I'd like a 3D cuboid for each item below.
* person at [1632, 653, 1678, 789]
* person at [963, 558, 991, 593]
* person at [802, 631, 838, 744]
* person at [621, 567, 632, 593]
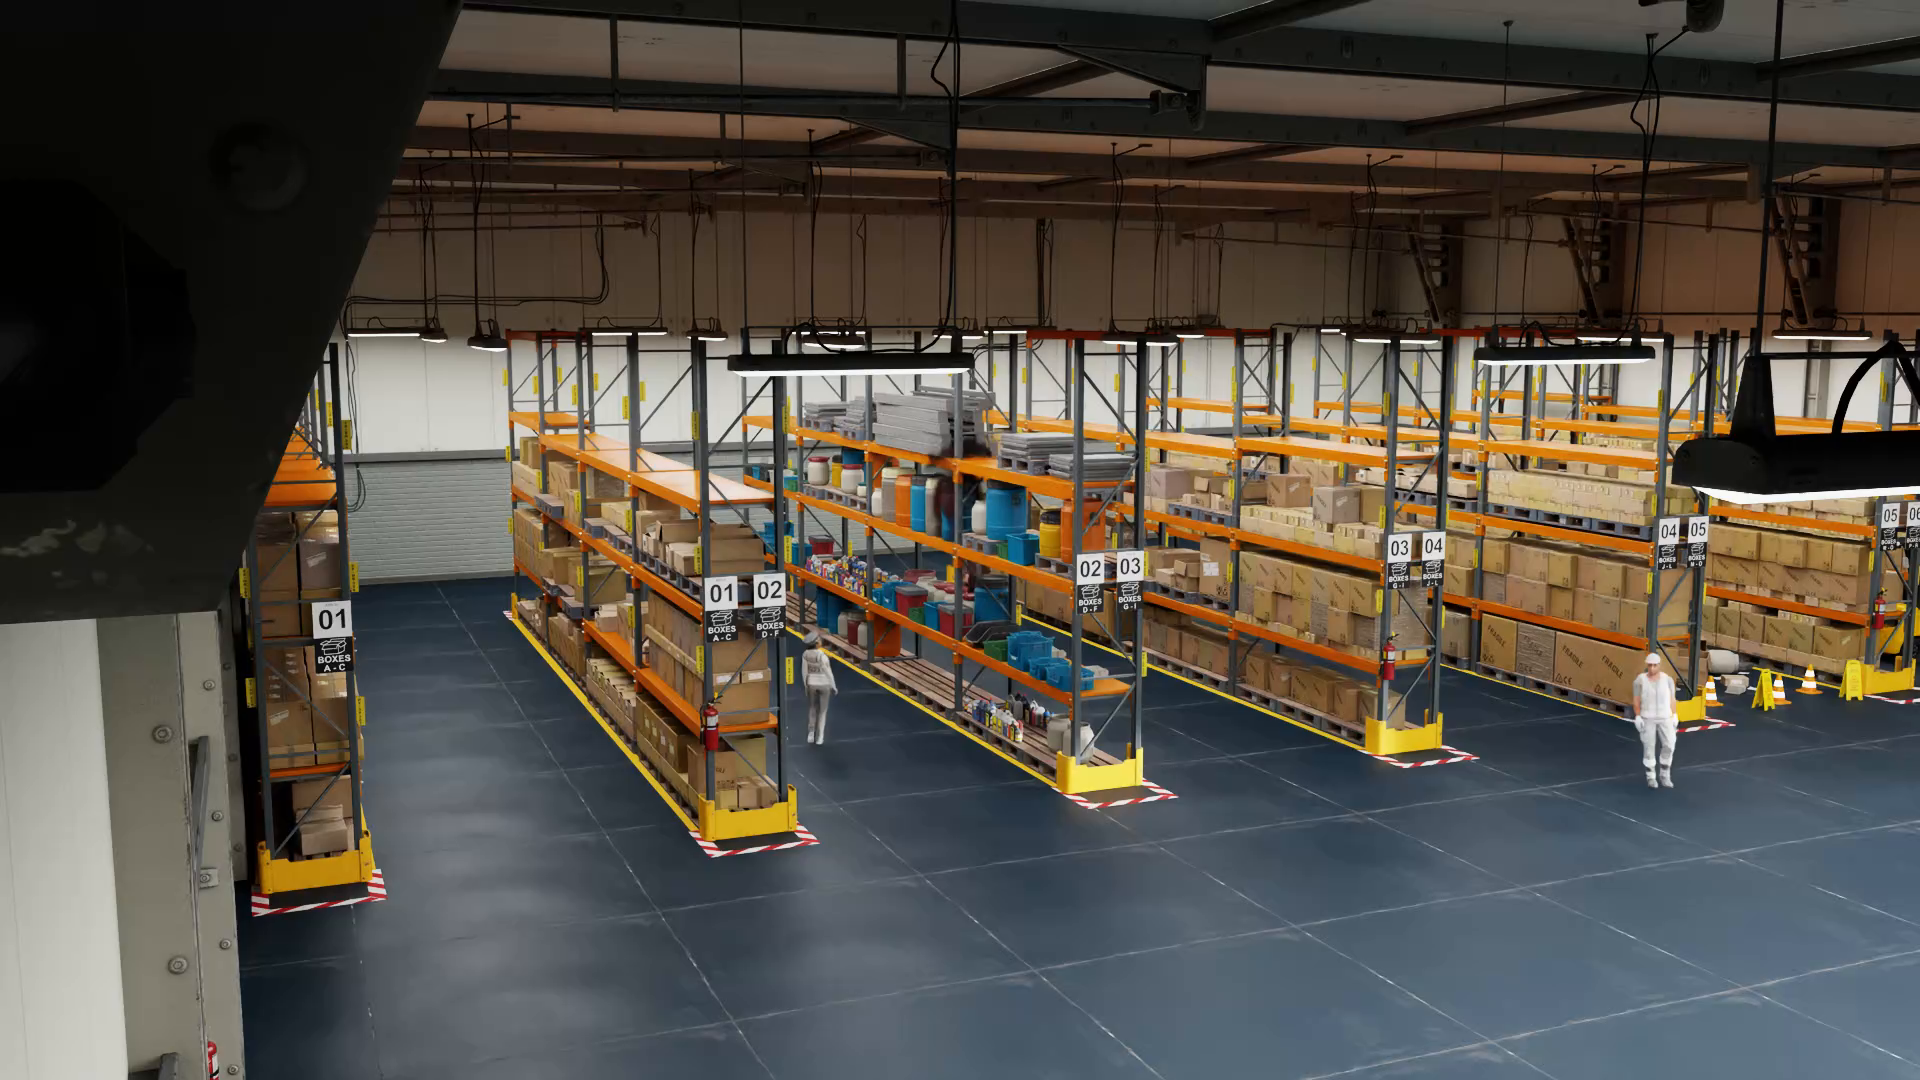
[{"bbox_3d":[9.333,2.422,22.319,0.602,1.817,0.388,2,8,11],"label":"person"},{"bbox_3d":[0.375,0.754,34.645,0.644,1.721,1.037,-3,8,-18],"label":"person"},{"bbox_3d":[-2.075,2.163,24.428,0.524,1.704,0.486,2,8,12],"label":"person"},{"bbox_3d":[-6.909,0.702,35.066,0.652,1.714,1.002,-7,10,-40],"label":"person"}]
